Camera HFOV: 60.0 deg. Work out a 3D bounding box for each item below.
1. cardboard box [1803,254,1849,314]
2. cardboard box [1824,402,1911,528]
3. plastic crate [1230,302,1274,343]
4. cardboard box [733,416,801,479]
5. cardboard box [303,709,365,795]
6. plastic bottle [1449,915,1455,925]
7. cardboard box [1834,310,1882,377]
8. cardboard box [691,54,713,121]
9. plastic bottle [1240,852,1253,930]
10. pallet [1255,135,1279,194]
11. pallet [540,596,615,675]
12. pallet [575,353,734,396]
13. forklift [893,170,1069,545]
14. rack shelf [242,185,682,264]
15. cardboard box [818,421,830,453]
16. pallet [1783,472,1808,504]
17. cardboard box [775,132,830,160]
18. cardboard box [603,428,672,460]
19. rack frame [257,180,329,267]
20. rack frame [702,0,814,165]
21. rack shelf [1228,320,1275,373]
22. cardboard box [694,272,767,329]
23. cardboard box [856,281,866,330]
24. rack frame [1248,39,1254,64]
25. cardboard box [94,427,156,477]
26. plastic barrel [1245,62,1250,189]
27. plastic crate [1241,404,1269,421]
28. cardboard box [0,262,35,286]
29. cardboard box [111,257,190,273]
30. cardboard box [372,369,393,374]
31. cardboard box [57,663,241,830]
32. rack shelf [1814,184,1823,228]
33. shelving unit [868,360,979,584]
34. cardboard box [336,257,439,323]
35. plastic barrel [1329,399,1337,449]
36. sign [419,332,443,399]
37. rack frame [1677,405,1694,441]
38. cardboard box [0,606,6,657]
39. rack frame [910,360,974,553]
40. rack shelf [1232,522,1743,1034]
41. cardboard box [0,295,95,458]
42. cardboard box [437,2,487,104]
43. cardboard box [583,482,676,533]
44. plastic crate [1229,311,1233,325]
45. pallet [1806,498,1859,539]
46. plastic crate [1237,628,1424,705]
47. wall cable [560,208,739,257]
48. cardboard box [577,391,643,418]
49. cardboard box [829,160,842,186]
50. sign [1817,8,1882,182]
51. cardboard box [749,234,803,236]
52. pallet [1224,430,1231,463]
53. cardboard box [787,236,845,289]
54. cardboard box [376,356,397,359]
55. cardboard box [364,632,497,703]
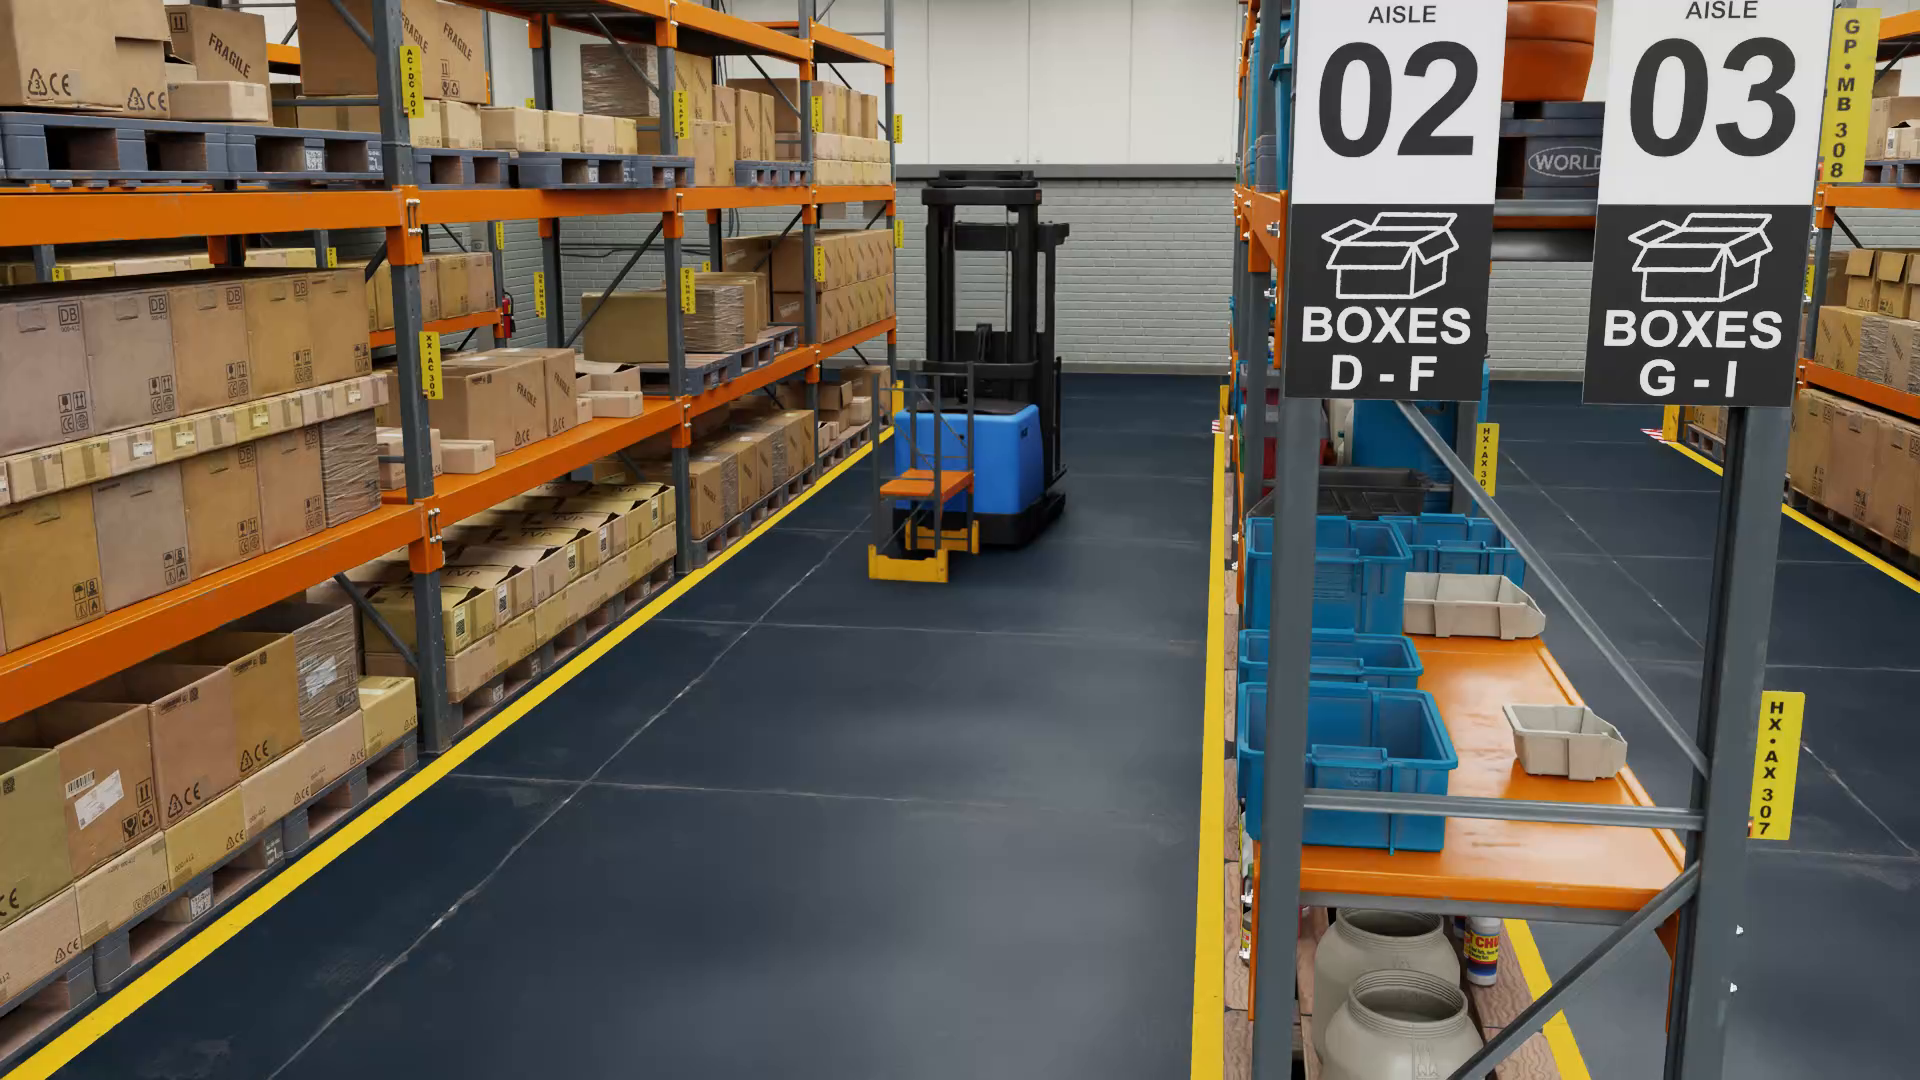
[{"bbox_3d":[7.714,-2.288,14.859,0.500,0.500,0.500,2,12,10],"label":"cardboard box"},{"bbox_3d":[7.692,-0.591,13.164,1.225,0.875,0.875,1,12,7],"label":"cardboard box"},{"bbox_3d":[2.748,-2.035,15.711,0.392,0.384,0.575,2,12,9],"label":"plastic crate"},{"bbox_3d":[-1.757,-0.845,15.183,0.500,0.500,0.500,2,12,9],"label":"cardboard box"},{"bbox_3d":[-3.053,0.945,7.518,0.500,0.250,0.500,2,12,9],"label":"cardboard box"},{"bbox_3d":[1.823,1.252,5.996,0.097,0.271,0.097,0,12,0],"label":"plastic bottle"},{"bbox_3d":[7.513,-1.601,13.566,0.500,0.500,0.500,2,12,9],"label":"cardboard box"},{"bbox_3d":[-2.265,-3.541,13.072,0.500,0.500,0.500,2,12,9],"label":"cardboard box"},{"bbox_3d":[1.083,1.261,5.942,0.152,0.276,0.135,2,12,9],"label":"plastic bottle"},{"bbox_3d":[1.769,-1.460,6.478,1.213,0.211,1.003,2,12,9],"label":"pallet"},{"bbox_3d":[-2.851,0.553,10.428,1.003,0.211,1.213,2,12,9],"label":"pallet"},{"bbox_3d":[-2.461,-1.283,12.784,1.213,0.211,1.003,2,12,9],"label":"pallet"},{"bbox_3d":[0.312,-1.659,14.232,1.130,2.935,3.031,3,13,13],"label":"forklift"},{"bbox_3d":[-2.803,-1.932,9.926,1.077,0.370,4.000,2,12,9],"label":"rack shelf"},{"bbox_3d":[-1.602,-1.047,16.572,0.500,0.311,0.500,2,12,9],"label":"cardboard box"},{"bbox_3d":[8.102,-0.537,15.485,1.003,0.211,1.213,2,12,9],"label":"pallet"},{"bbox_3d":[-1.560,-3.797,16.041,0.500,0.250,0.500,2,12,9],"label":"cardboard box"},{"bbox_3d":[-2.579,-0.808,13.230,0.500,0.250,0.500,2,12,11],"label":"cardboard box"},{"bbox_3d":[-6.776,-2.226,16.703,1.000,3.000,0.127,2,12,9],"label":"rack frame"},{"bbox_3d":[-1.880,-4.999,15.330,1.000,3.000,0.127,2,12,9],"label":"rack frame"},{"bbox_3d":[3.321,-1.970,17.221,1.077,0.370,4.000,2,12,9],"label":"rack shelf"},{"bbox_3d":[-2.174,-2.229,15.483,0.700,0.500,0.500,-2,12,-10],"label":"cardboard box"},{"bbox_3d":[-1.301,-2.529,17.872,0.500,0.500,0.500,2,12,8],"label":"cardboard box"},{"bbox_3d":[2.398,-4.005,10.718,1.000,3.000,0.127,2,12,9],"label":"rack frame"},{"bbox_3d":[-3.215,-0.329,6.123,0.380,0.149,0.250,2,12,9],"label":"cardboard box"},{"bbox_3d":[1.957,-2.449,9.596,0.600,0.830,0.708,2,12,9],"label":"plastic barrel"},{"bbox_3d":[1.646,-0.472,8.600,0.392,0.384,0.575,2,12,9],"label":"plastic crate"},{"bbox_3d":[-7.577,-2.067,13.193,0.500,0.250,0.500,2,12,10],"label":"cardboard box"},{"bbox_3d":[-6.911,-2.266,14.119,0.500,0.250,0.500,2,12,9],"label":"cardboard box"},{"bbox_3d":[-6.326,-1.744,17.864,0.380,0.149,0.250,2,12,11],"label":"cardboard box"},{"bbox_3d":[-3.190,0.787,6.470,0.500,0.500,0.500,2,12,9],"label":"cardboard box"},{"bbox_3d":[8.215,-3.276,16.160,1.077,0.370,4.000,2,12,9],"label":"rack shelf"},{"bbox_3d":[-0.260,-0.542,12.449,0.587,1.500,1.083,3,13,13],"label":"shelving unit"},{"bbox_3d":[-6.456,-2.789,18.601,0.980,0.700,0.700,1,12,6],"label":"cardboard box"},{"bbox_3d":[2.326,-0.741,9.490,0.433,0.535,0.433,0,12,0],"label":"plastic barrel"},{"bbox_3d":[-2.562,-0.845,8.053,0.100,0.325,0.005,2,12,9],"label":"sign"},{"bbox_3d":[8.523,-2.577,18.333,1.000,3.000,0.127,2,12,9],"label":"rack frame"},{"bbox_3d":[-3.565,0.176,5.317,0.700,0.500,0.500,2,12,10],"label":"cardboard box"},{"bbox_3d":[-0.141,-0.644,12.923,0.500,1.500,0.032,3,13,13],"label":"rack frame"},{"bbox_3d":[1.476,0.528,5.630,1.077,0.370,4.000,2,12,9],"label":"rack shelf"},{"bbox_3d":[-3.481,-0.574,5.719,0.700,0.500,0.500,2,12,9],"label":"cardboard box"},{"bbox_3d":[-2.912,-2.612,8.954,0.500,0.500,0.500,3,13,14],"label":"cardboard box"},{"bbox_3d":[-2.333,-0.252,11.742,0.500,0.311,0.500,2,12,10],"label":"cardboard box"},{"bbox_3d":[3.030,-2.392,17.957,0.250,0.136,0.298,2,12,9],"label":"plastic crate"},{"bbox_3d":[7.863,-0.218,14.006,1.003,0.211,1.213,2,12,9],"label":"pallet"},{"bbox_3d":[1.055,0.417,4.793,0.499,0.251,0.408,2,12,9],"label":"plastic crate"},{"bbox_3d":[-4.937,-5.639,25.671,3.097,2.526,0.112,2,12,9],"label":"wall cable"},{"bbox_3d":[-2.361,-0.915,11.214,0.380,0.149,0.250,2,12,9],"label":"cardboard box"},{"bbox_3d":[-1.480,-3.657,16.576,0.500,0.250,0.500,2,12,9],"label":"cardboard box"},{"bbox_3d":[1.711,-0.859,3.219,0.100,0.325,0.005,2,12,9],"label":"sign"},{"bbox_3d":[-1.904,-2.929,17.355,0.500,0.500,0.500,2,12,9],"label":"cardboard box"},{"bbox_3d":[3.274,-0.951,17.405,1.003,0.211,1.213,2,12,9],"label":"pallet"},{"bbox_3d":[-1.451,-2.800,16.757,0.500,0.500,0.500,1,12,7],"label":"cardboard box"},{"bbox_3d":[-6.502,-2.032,19.200,0.380,0.149,0.250,2,12,9],"label":"cardboard box"},{"bbox_3d":[-2.804,0.662,8.832,0.500,0.250,0.500,2,12,7],"label":"cardboard box"}]
